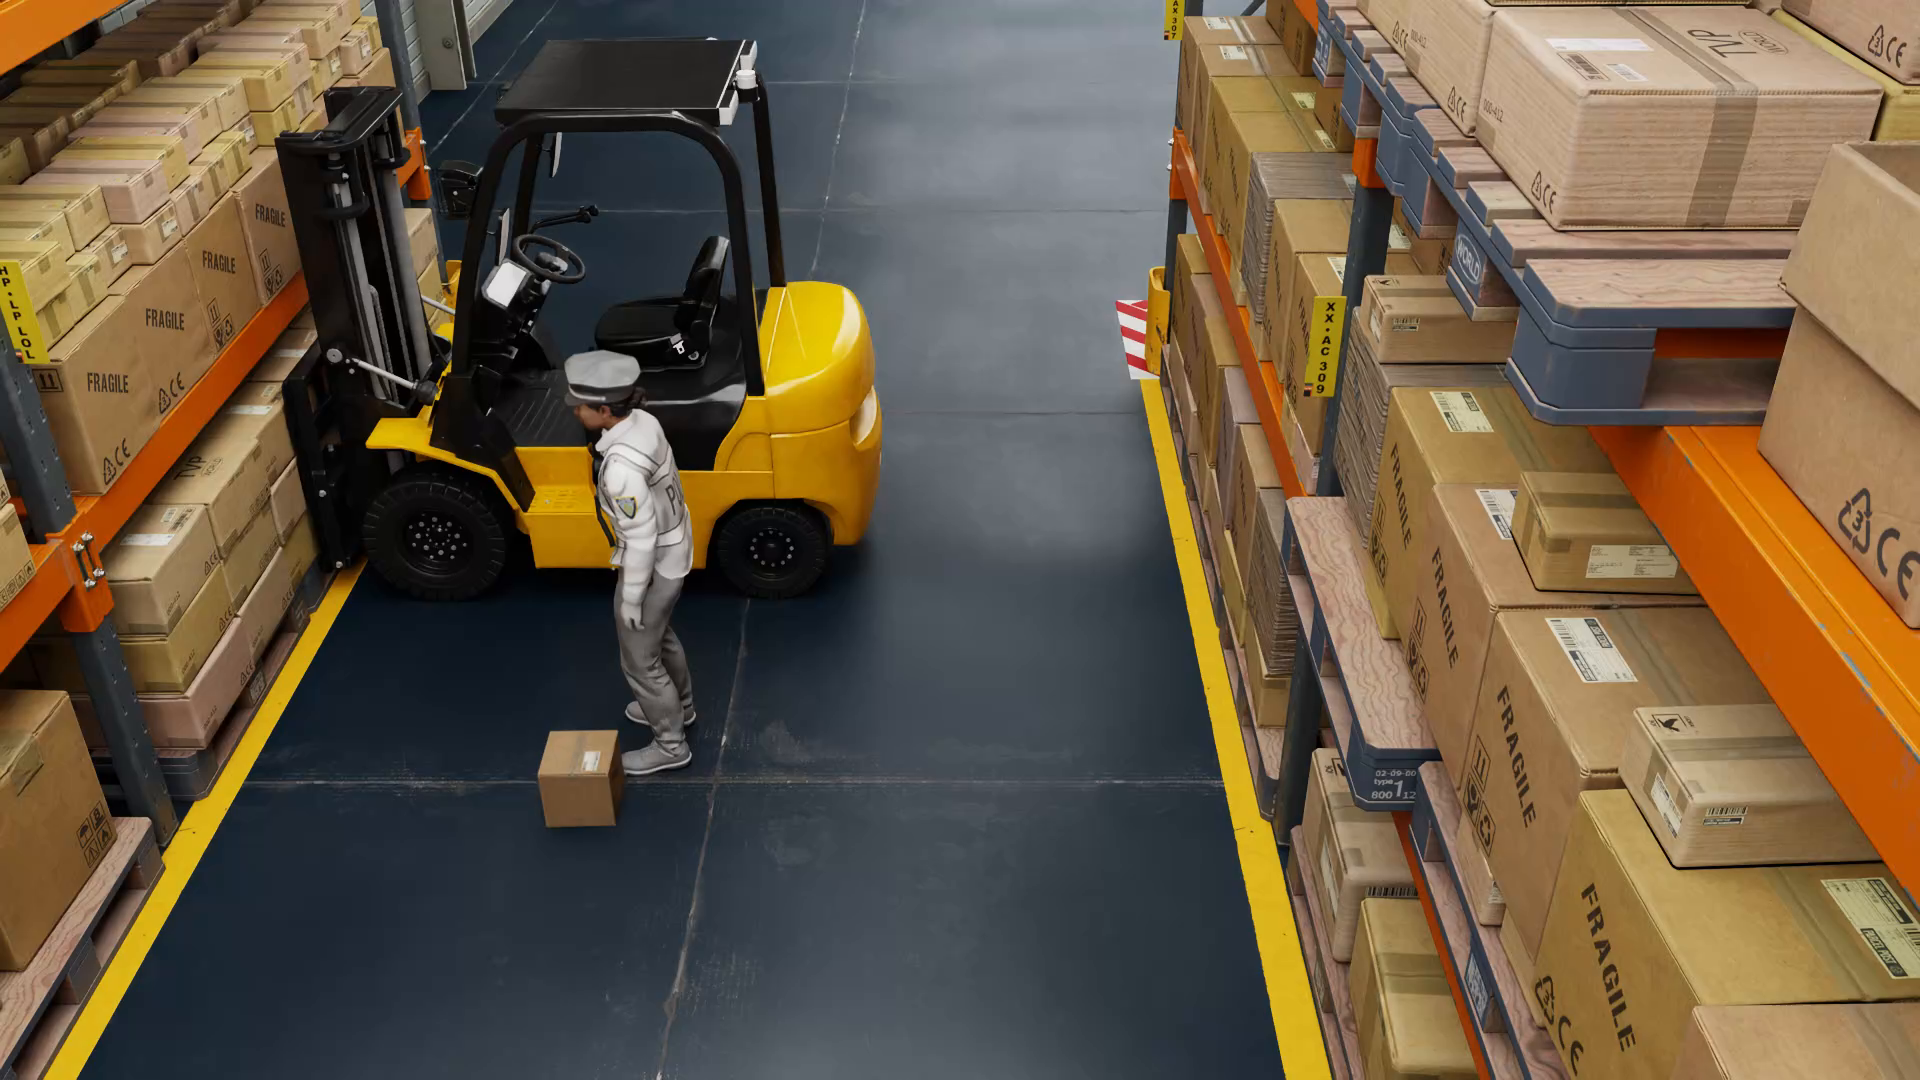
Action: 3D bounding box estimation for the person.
[{"bbox_3d":[-1.143,0.098,5.977,0.375,1.659,0.532,-2,32,-3],"label":"person"}]
